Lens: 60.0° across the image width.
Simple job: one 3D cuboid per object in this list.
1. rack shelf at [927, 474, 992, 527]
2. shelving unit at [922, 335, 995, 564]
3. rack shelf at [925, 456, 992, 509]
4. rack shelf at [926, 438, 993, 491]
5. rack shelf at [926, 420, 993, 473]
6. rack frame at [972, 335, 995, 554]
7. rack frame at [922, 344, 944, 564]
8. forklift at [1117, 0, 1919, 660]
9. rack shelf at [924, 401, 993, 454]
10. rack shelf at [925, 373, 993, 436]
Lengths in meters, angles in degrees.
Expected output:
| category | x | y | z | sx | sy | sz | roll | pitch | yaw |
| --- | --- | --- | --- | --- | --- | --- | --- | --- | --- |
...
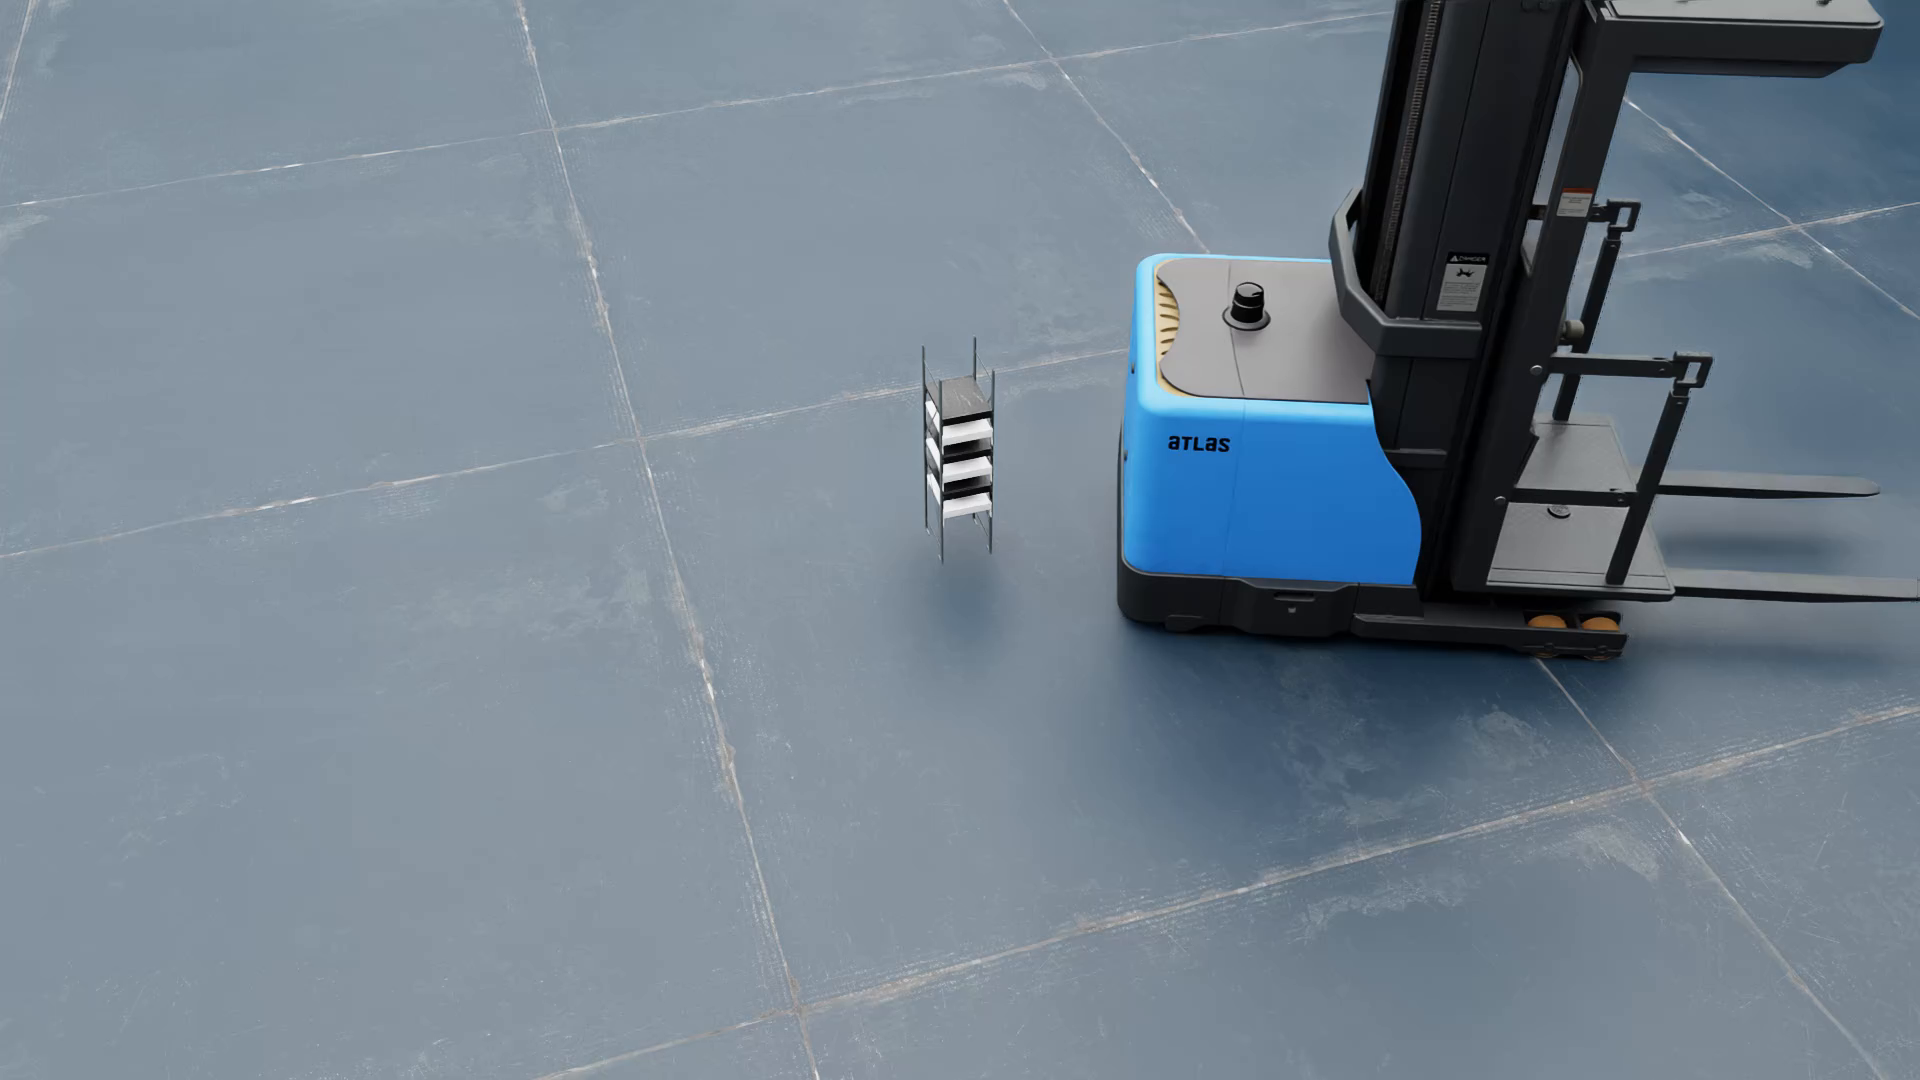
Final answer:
| category | x | y | z | sx | sy | sz | roll | pitch | yaw |
| --- | --- | --- | --- | --- | --- | --- | --- | --- | --- |
| rack shelf | -0.008 | -0.177 | 6.592 | 0.200 | 0.077 | 0.258 | -12 | 42 | -13 |
| shelving unit | -0.008 | -0.337 | 6.452 | 0.210 | 0.900 | 0.258 | -12 | 42 | -13 |
| rack shelf | -0.008 | -0.244 | 6.533 | 0.200 | 0.077 | 0.258 | -12 | 42 | -13 |
| rack shelf | -0.008 | -0.312 | 6.474 | 0.200 | 0.077 | 0.258 | -12 | 42 | -13 |
| rack shelf | -0.008 | -0.380 | 6.415 | 0.200 | 0.077 | 0.258 | -12 | 42 | -13 |
| rack frame | 0.089 | -0.357 | 6.475 | 0.006 | 0.900 | 0.240 | -12 | 42 | -13 |
| rack frame | -0.105 | -0.317 | 6.429 | 0.006 | 0.900 | 0.240 | -12 | 42 | -13 |
| forklift | 2.143 | -1.018 | 5.687 | 3.031 | 2.935 | 1.130 | 3 | 41 | 3 |
| rack shelf | -0.008 | -0.448 | 6.356 | 0.200 | 0.077 | 0.258 | -12 | 42 | -13 |
| rack shelf | -0.008 | -0.516 | 6.296 | 0.200 | 0.077 | 0.258 | -12 | 42 | -13 |
